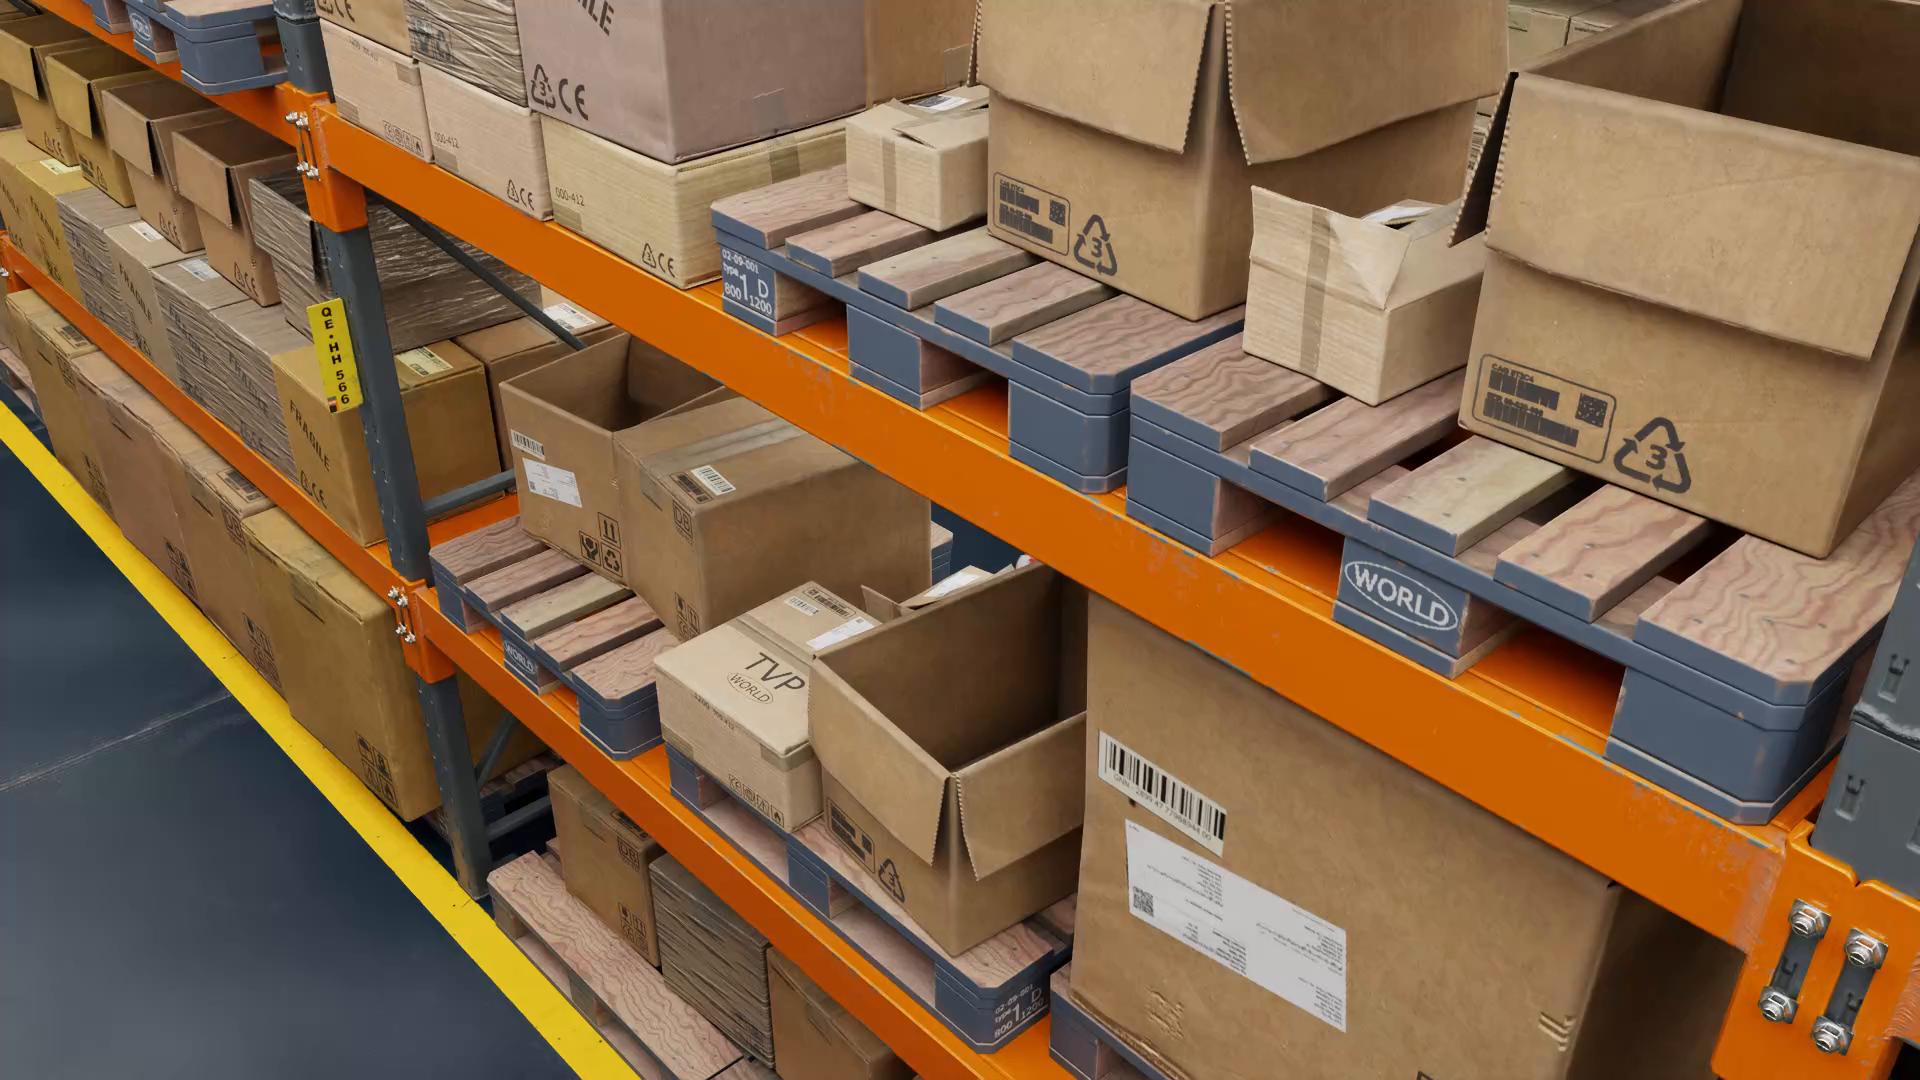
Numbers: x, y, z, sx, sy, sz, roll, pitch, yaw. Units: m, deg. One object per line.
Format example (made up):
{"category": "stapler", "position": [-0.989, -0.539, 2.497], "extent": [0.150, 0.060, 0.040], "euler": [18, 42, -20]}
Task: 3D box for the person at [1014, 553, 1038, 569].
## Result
{"category": "person", "position": [0.545, 0.397, 5.698], "extent": [0.484, 1.541, 0.819], "euler": [-27, 40, -36]}
